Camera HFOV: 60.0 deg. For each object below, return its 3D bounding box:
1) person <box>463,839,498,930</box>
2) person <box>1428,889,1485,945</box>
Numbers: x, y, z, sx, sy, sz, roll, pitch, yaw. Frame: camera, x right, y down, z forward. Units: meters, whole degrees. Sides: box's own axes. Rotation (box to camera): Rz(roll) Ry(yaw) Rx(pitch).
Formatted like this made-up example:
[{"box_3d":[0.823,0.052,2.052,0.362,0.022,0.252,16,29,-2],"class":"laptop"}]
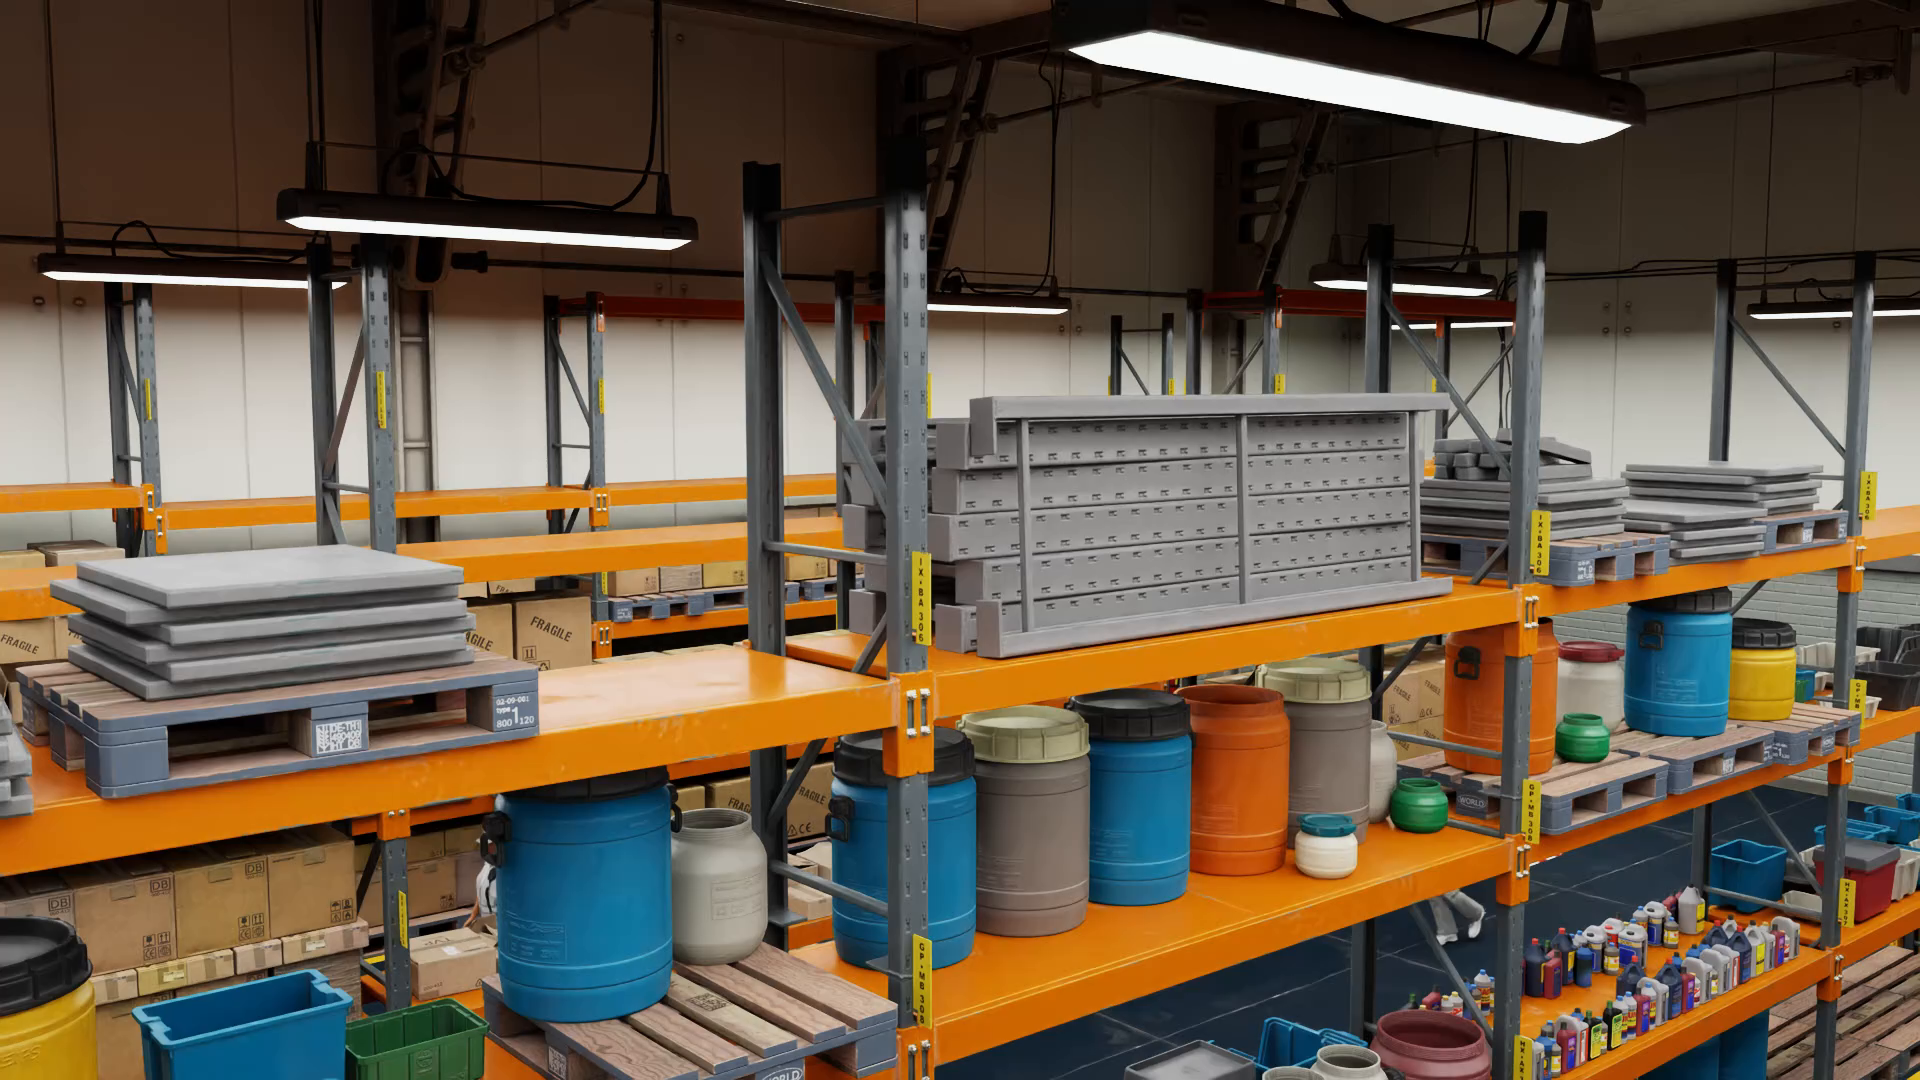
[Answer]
[{"box_3d":[-3.711,3.072,13.312,1.030,1.602,0.525,-3,6,-29],"class":"person"},{"box_3d":[4.554,2.882,15.295,0.602,1.651,0.499,-3,6,-28],"class":"person"}]
